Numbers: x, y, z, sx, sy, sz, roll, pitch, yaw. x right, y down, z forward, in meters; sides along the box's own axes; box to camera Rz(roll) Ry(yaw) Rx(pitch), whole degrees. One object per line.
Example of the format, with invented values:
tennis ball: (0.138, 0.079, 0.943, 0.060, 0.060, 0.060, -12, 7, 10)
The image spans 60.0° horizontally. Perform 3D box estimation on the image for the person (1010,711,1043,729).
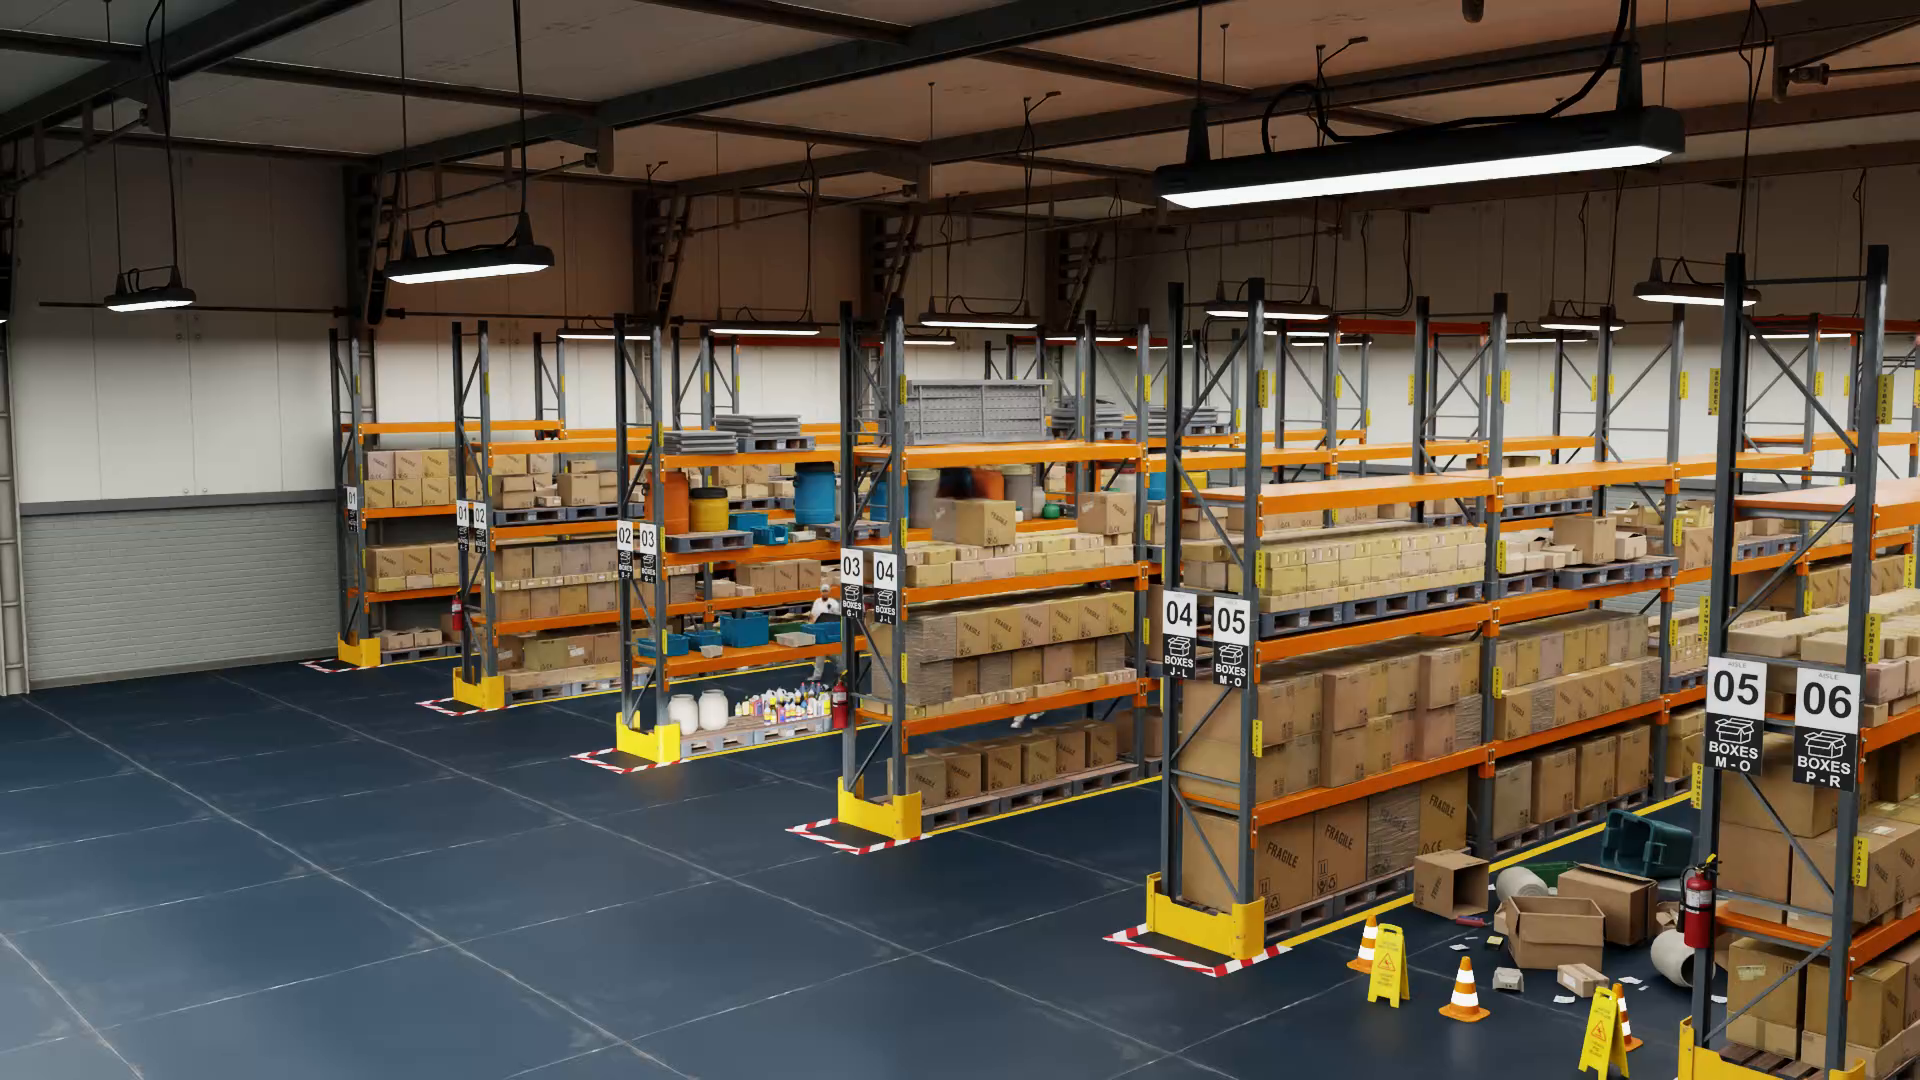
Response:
person: (0.956, 1.933, 24.533, 0.453, 1.616, 1.001, 4, 7, 36)

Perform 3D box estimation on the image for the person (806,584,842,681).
person: (-2.279, 1.560, 28.343, 0.940, 1.626, 0.490, -4, 7, -37)
